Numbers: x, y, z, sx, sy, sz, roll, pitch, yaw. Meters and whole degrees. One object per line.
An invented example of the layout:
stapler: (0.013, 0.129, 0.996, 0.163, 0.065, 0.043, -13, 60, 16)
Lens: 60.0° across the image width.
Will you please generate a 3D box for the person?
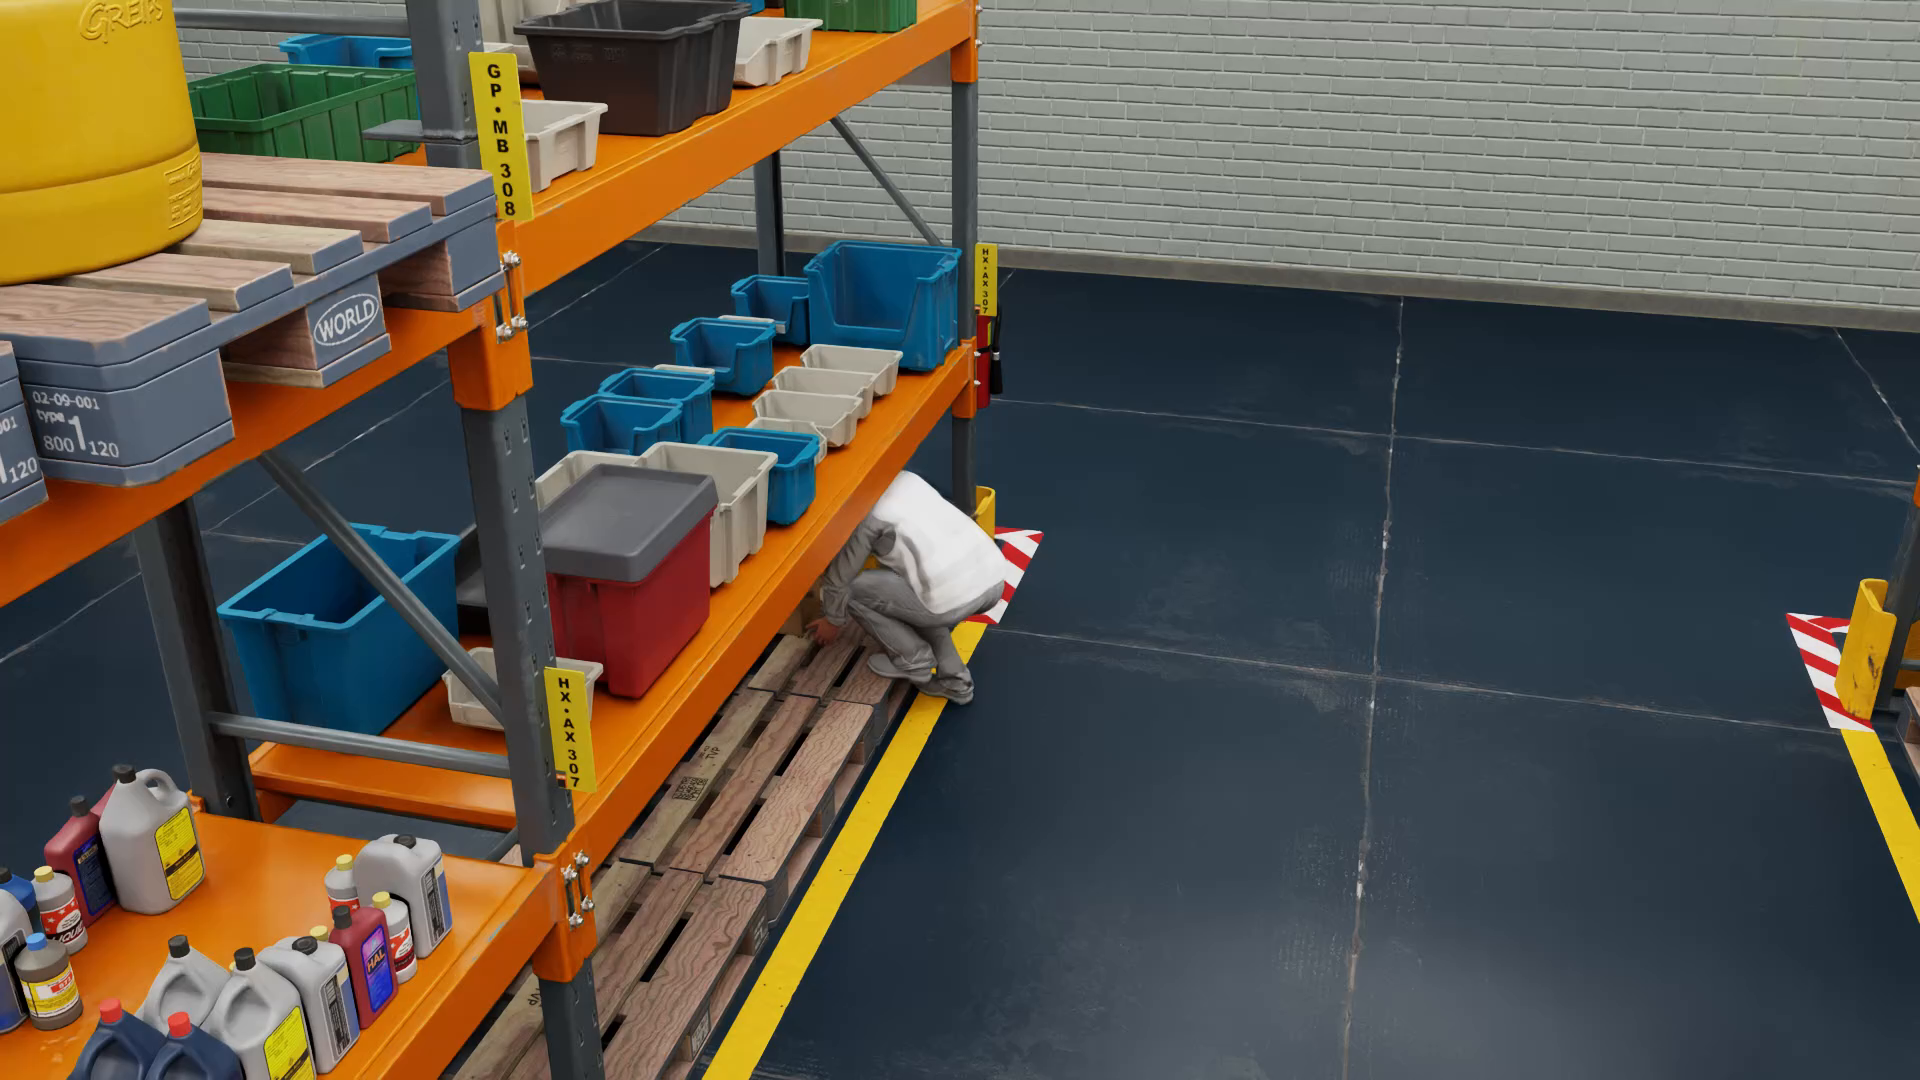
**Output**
person: (-0.255, 0.183, 6.912, 0.874, 1.161, 0.568, 15, 29, 28)
